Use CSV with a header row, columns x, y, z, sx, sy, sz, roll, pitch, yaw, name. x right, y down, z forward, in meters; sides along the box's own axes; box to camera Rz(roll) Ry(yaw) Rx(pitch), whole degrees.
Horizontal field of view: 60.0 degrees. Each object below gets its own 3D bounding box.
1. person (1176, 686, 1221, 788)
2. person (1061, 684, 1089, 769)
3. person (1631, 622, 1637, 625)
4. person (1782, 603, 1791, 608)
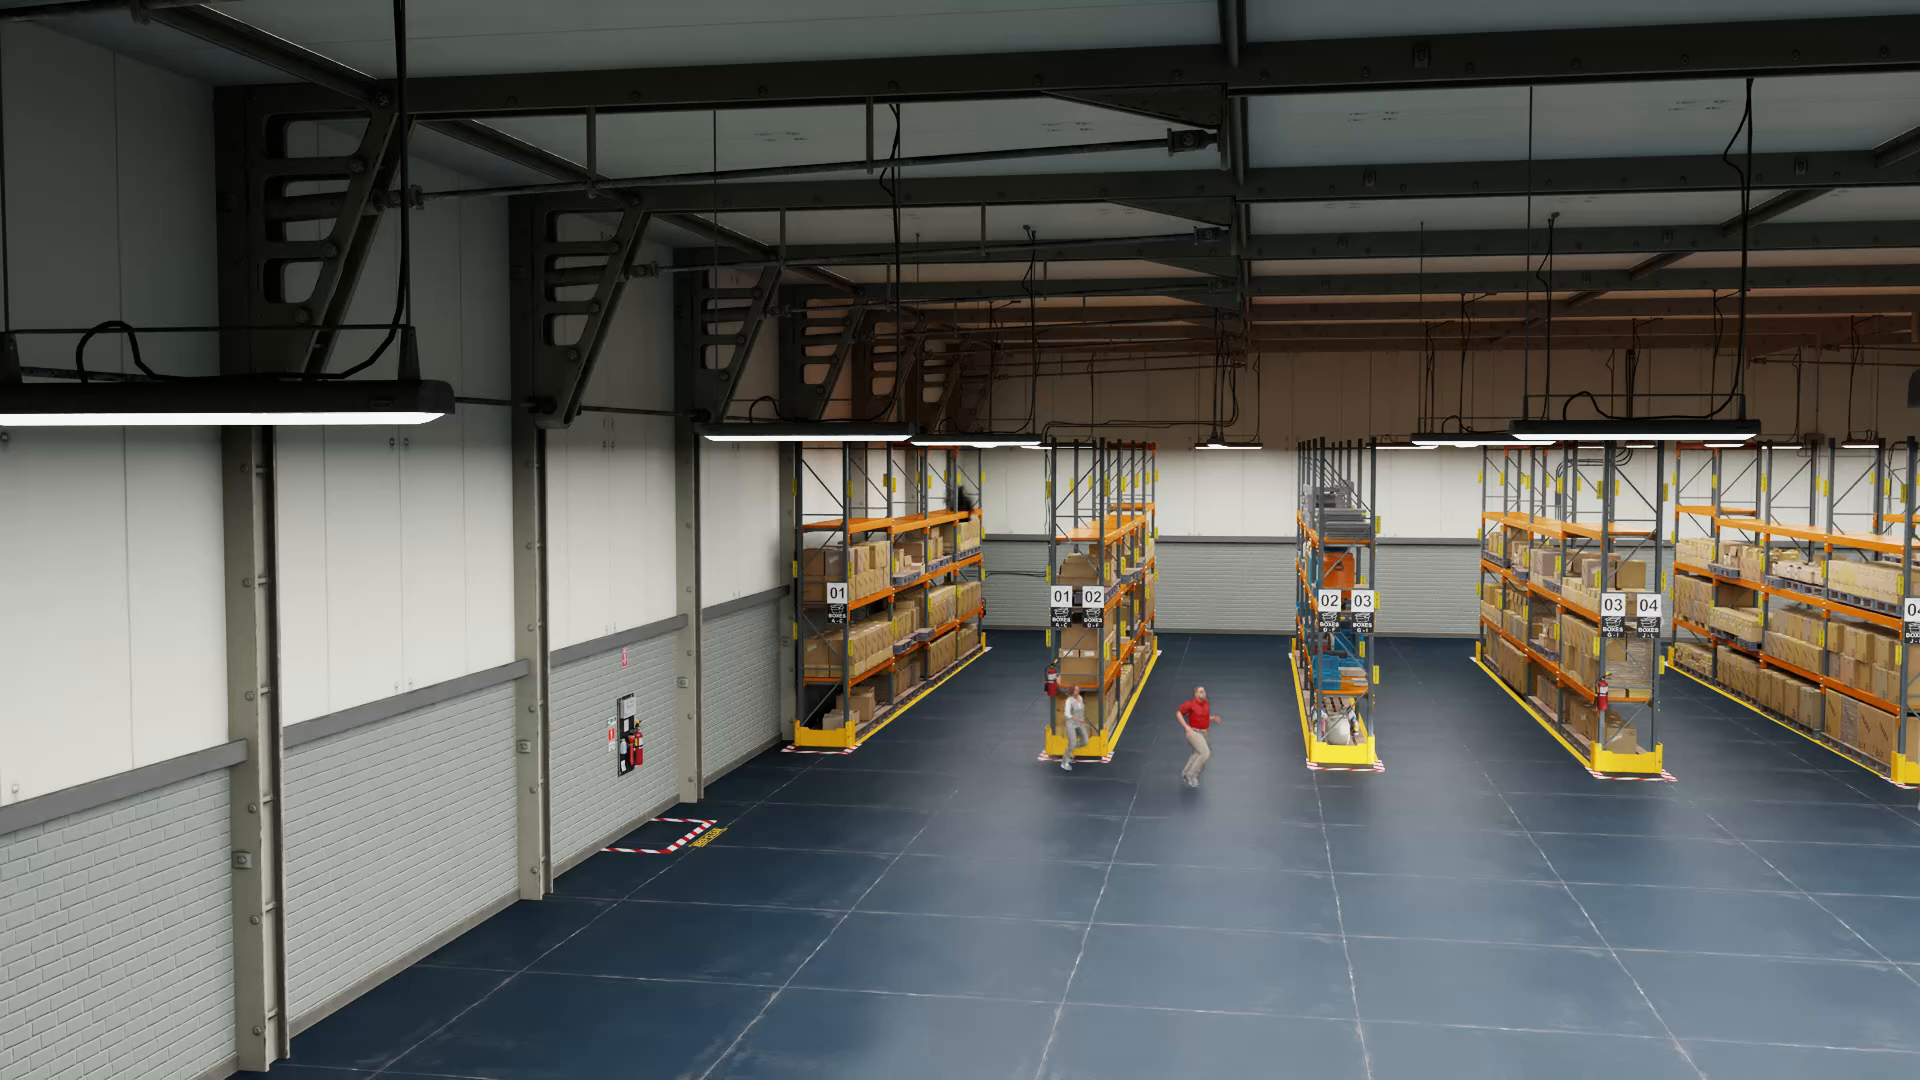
x,y,z,sx,sy,sz,roll,pitch,yaw,name
4.120,3.376,28.470,0.697,1.759,0.630,3,4,40,person
2.096,3.364,29.935,0.572,1.559,0.640,-3,4,-40,person
17.791,2.579,44.452,0.663,1.641,0.712,1,3,21,person
22.575,2.522,45.437,0.609,1.610,0.597,1,3,20,person
